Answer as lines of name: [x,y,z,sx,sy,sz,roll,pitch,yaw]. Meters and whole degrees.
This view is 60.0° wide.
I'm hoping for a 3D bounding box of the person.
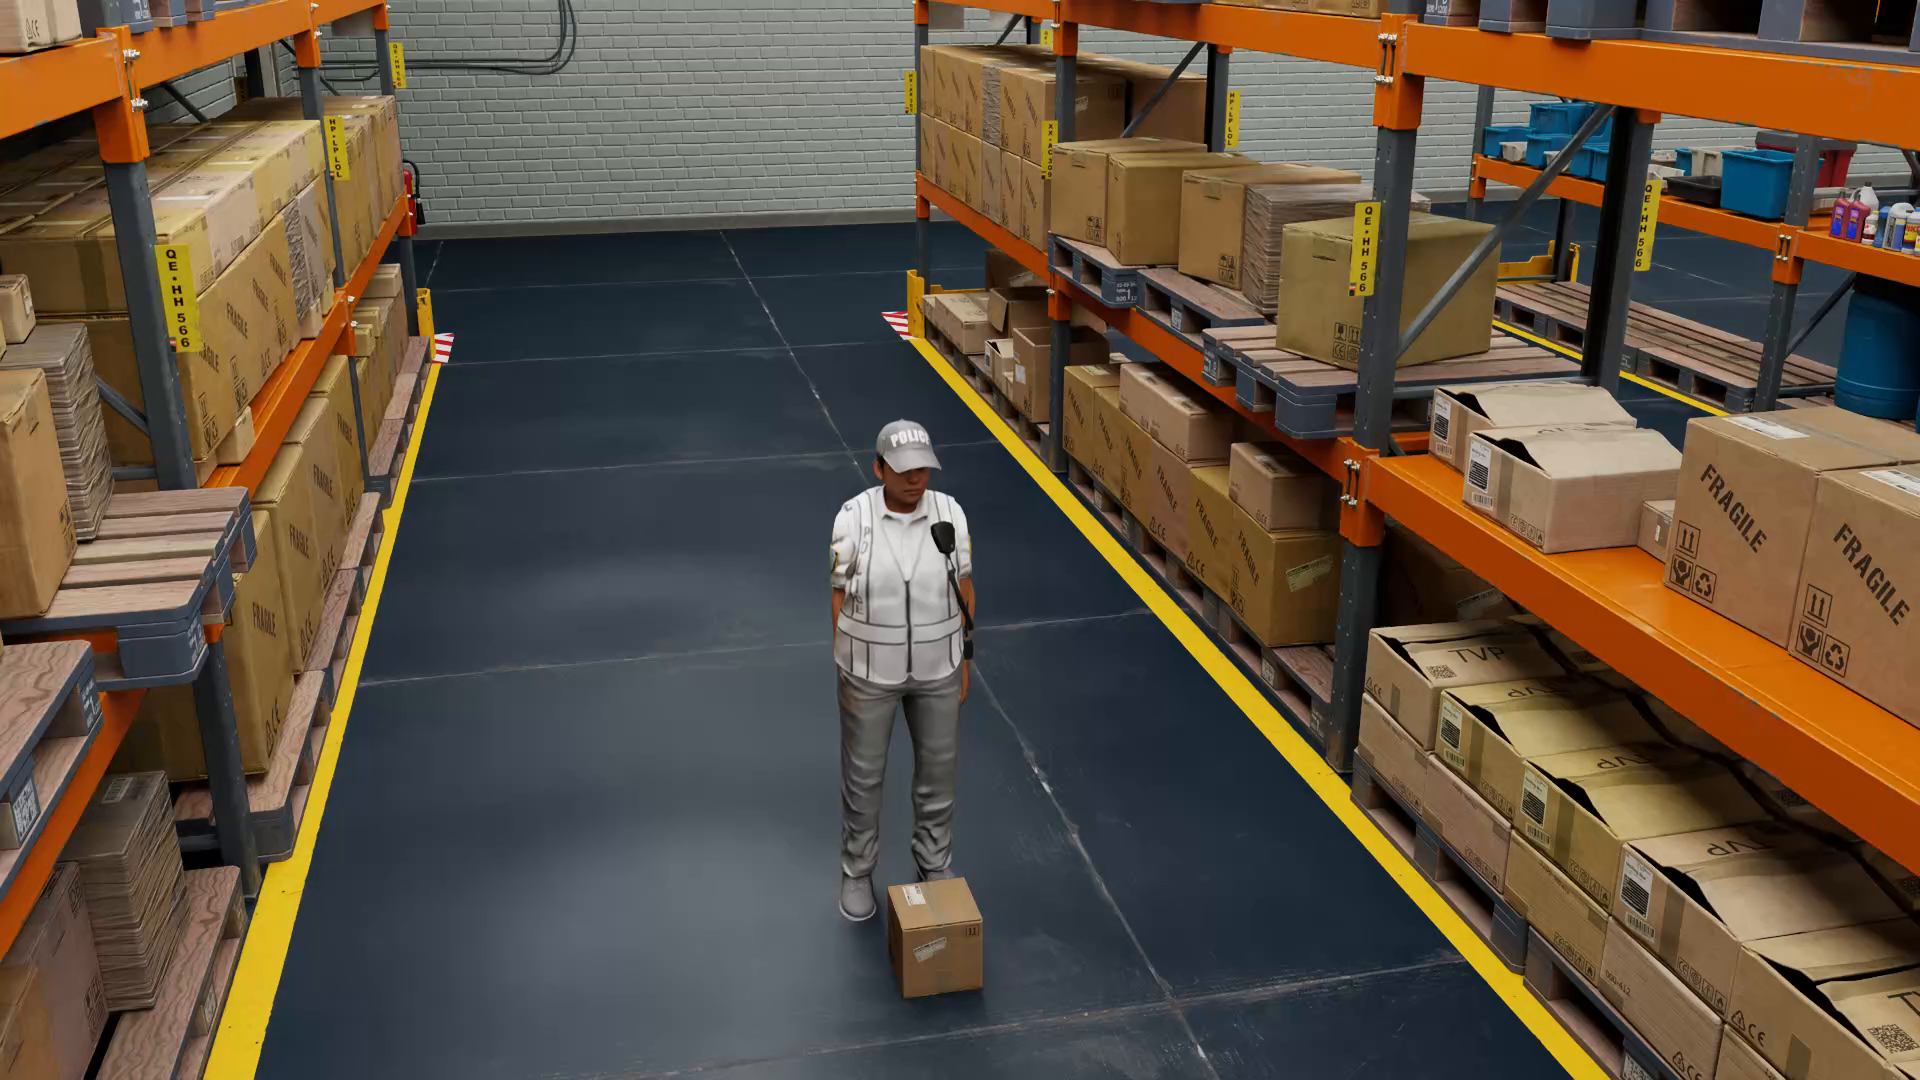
person: [-0.181,0.428,5.395,0.481,1.676,0.390,-4,20,-11]
